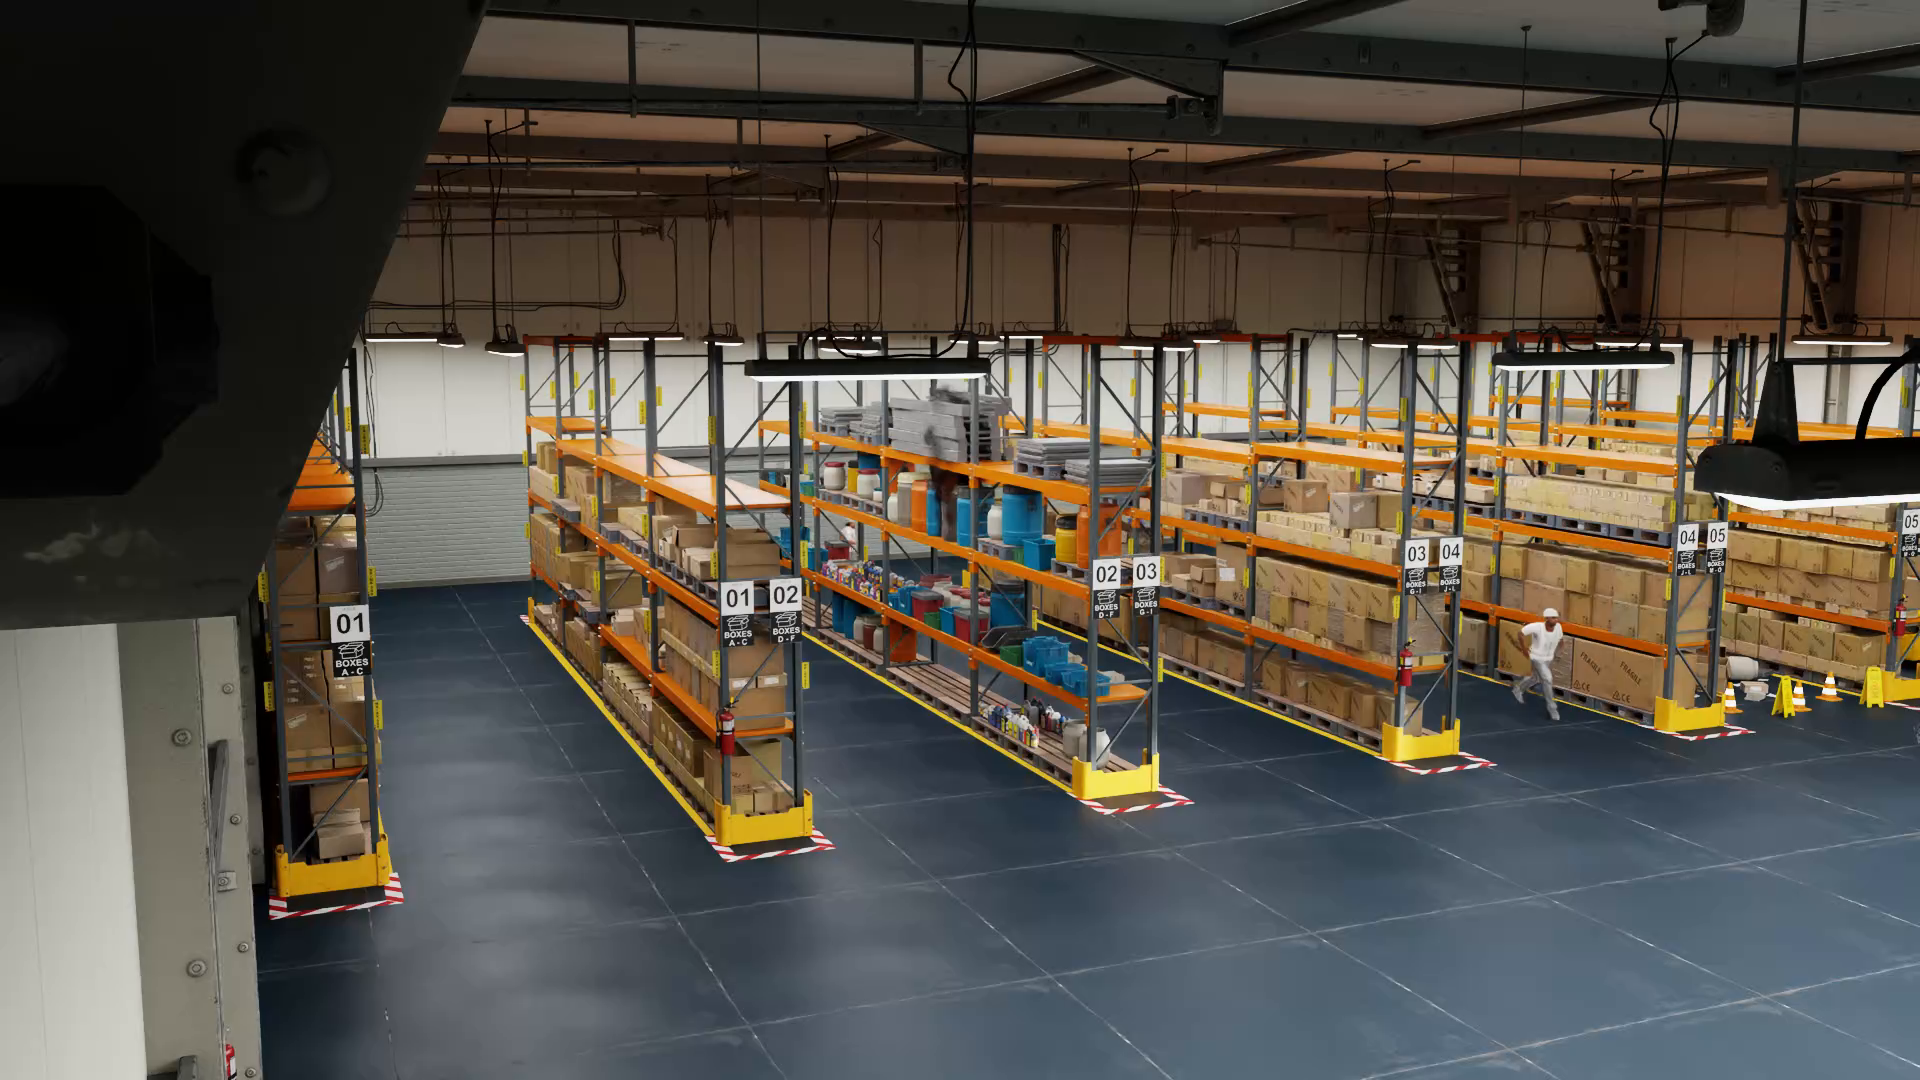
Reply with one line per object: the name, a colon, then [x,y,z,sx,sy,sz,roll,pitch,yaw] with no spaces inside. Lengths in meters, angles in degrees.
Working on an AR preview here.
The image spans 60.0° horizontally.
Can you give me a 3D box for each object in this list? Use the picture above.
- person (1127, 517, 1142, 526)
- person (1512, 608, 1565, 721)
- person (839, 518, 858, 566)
person: [4.402,-0.010,41.746,0.761,1.713,0.571,-7,10,-41]
person: [9.304,1.932,26.721,0.699,1.769,1.082,-4,9,-28]
person: [-2.629,0.324,39.075,0.781,1.728,0.622,-1,8,-8]
